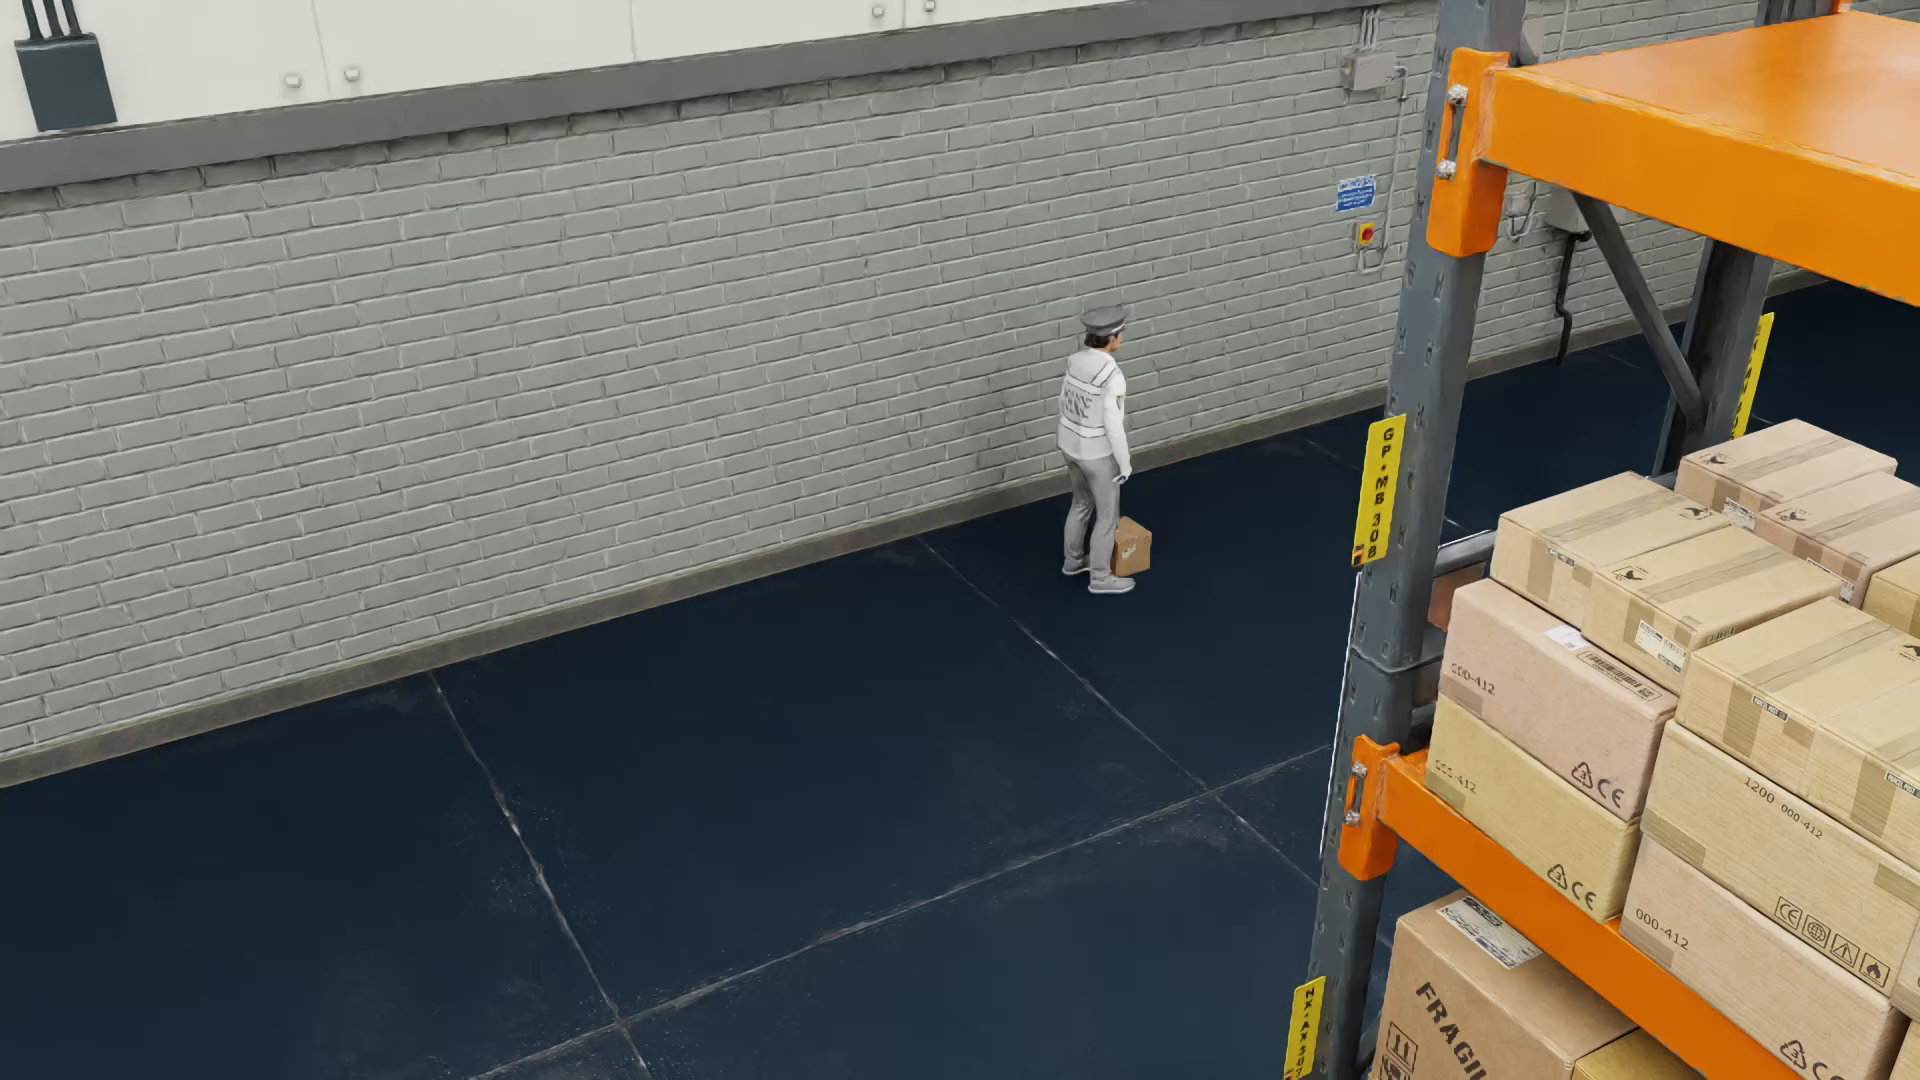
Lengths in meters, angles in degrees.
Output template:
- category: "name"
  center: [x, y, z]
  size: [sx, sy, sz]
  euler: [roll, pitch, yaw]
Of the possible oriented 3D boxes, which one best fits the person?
- category: "person"
  center: [0.762, -0.509, 9.460]
  size: [0.370, 1.666, 0.546]
  euler: [-17, 34, -28]
